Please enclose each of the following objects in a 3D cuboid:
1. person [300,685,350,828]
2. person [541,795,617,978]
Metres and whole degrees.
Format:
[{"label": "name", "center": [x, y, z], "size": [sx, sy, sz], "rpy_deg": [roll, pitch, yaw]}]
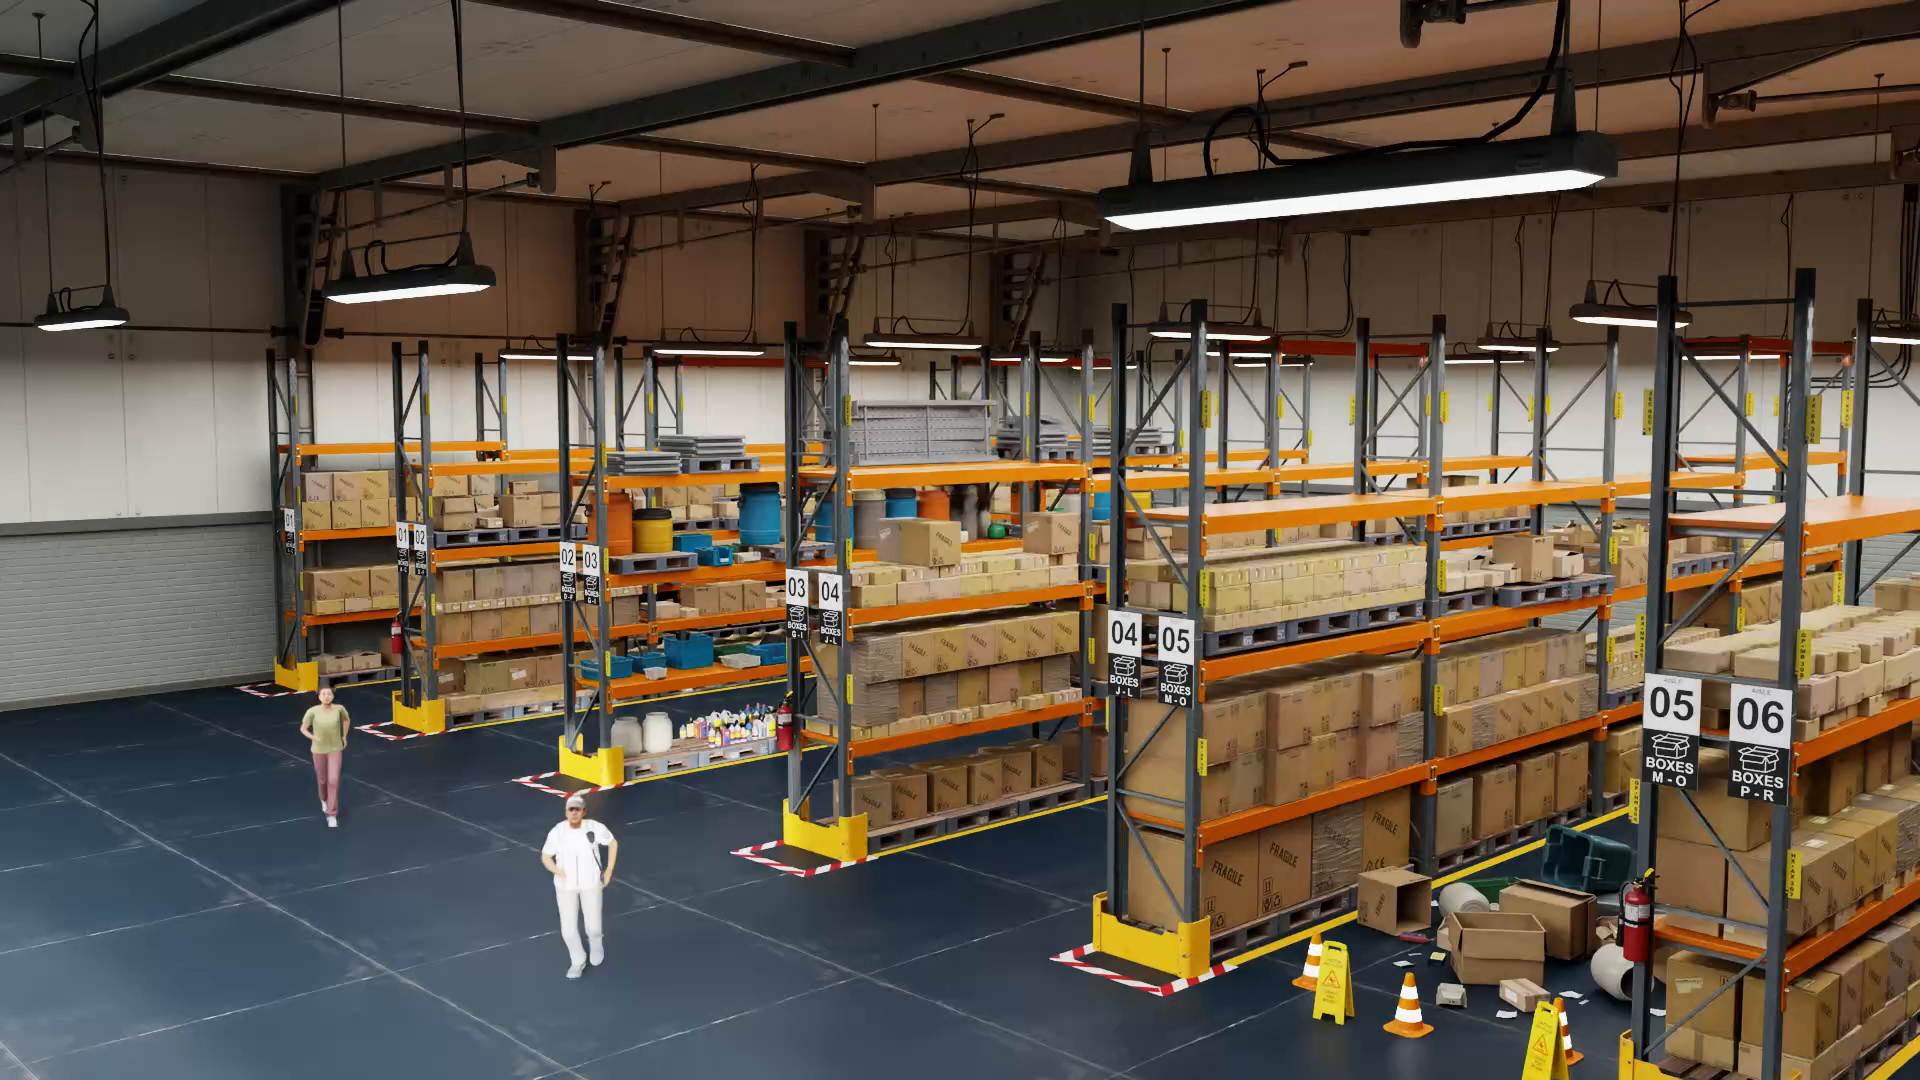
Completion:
[{"label": "person", "center": [-7.708, 2.583, 20.230], "size": [0.576, 1.675, 0.899], "rpy_deg": [-2, 5, -22]}, {"label": "person", "center": [-3.373, 3.078, 14.719], "size": [0.657, 1.637, 0.527], "rpy_deg": [-1, 5, -8]}]
